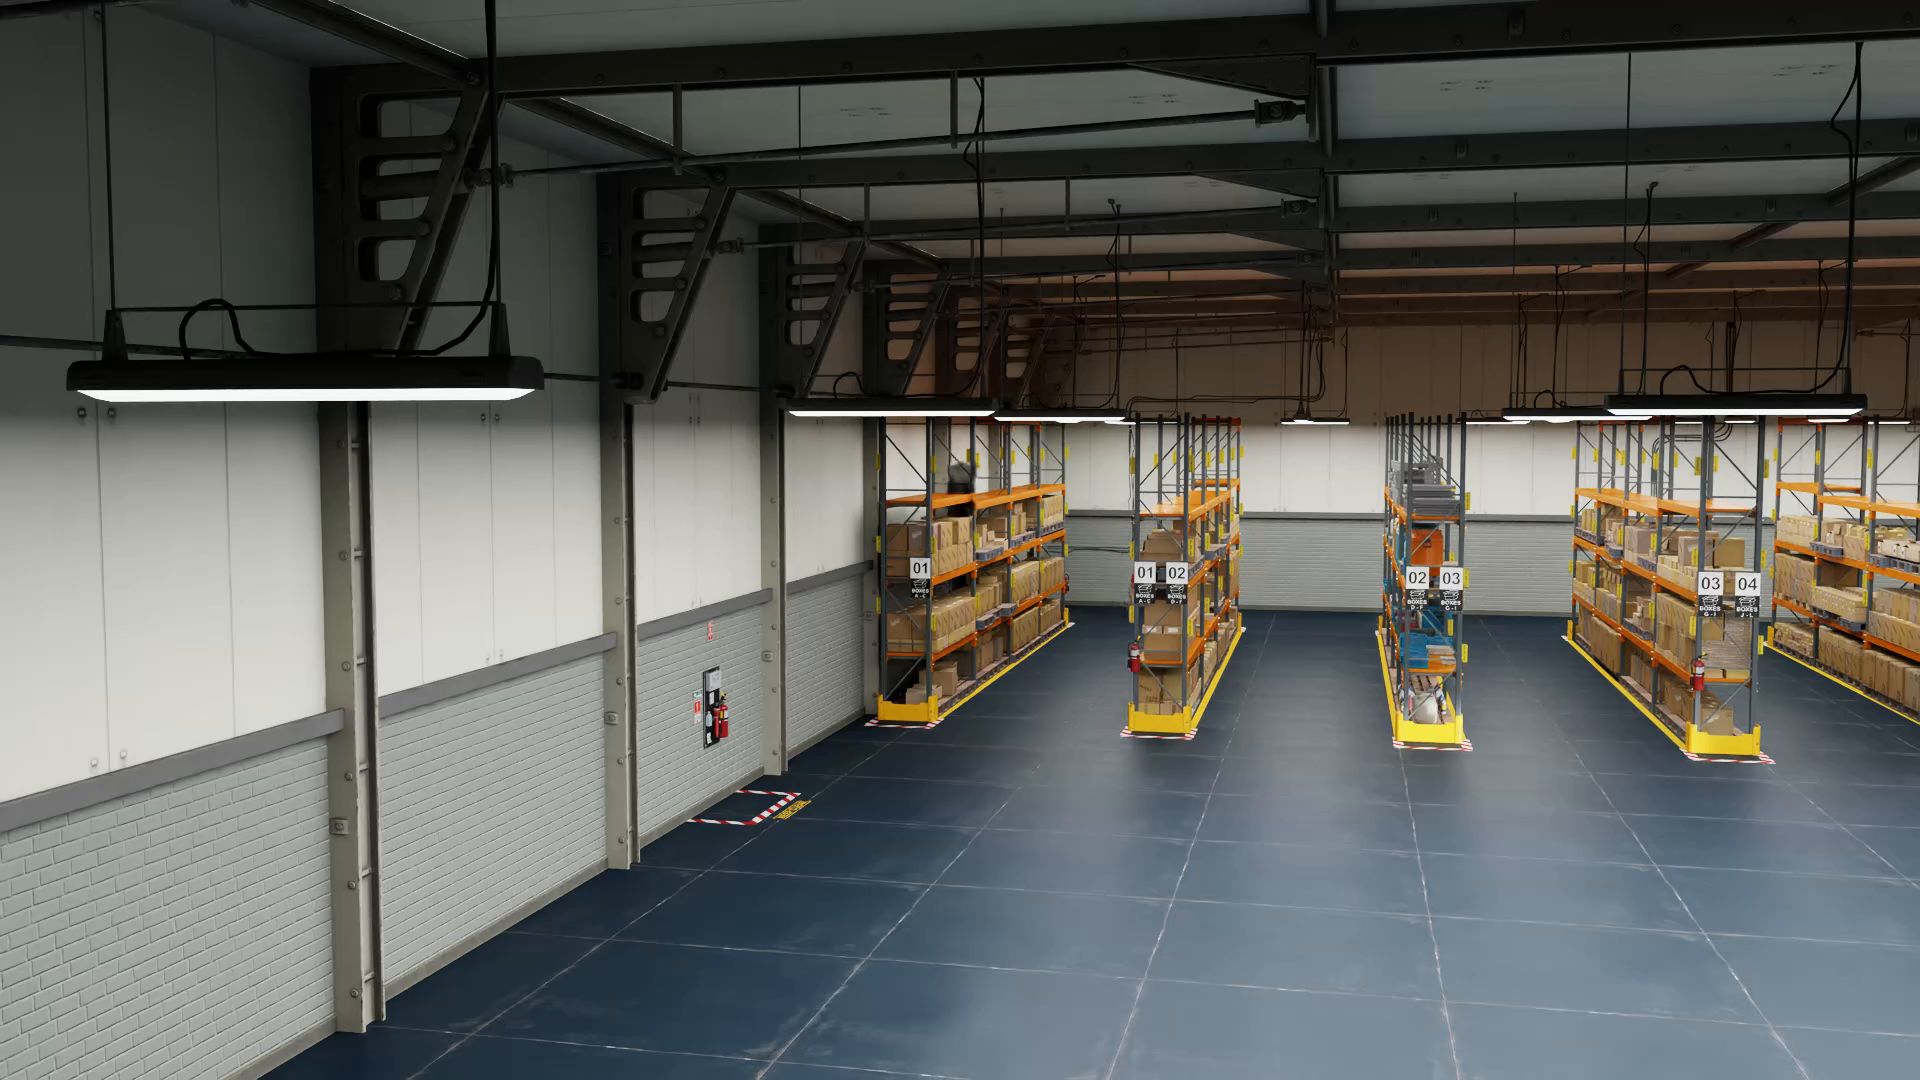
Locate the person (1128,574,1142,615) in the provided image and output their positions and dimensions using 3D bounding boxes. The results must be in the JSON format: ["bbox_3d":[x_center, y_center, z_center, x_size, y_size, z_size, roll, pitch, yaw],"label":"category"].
[{"bbox_3d":[5.408,1.561,50.248,0.699,1.545,0.829,-3,5,-36],"label":"person"}]
